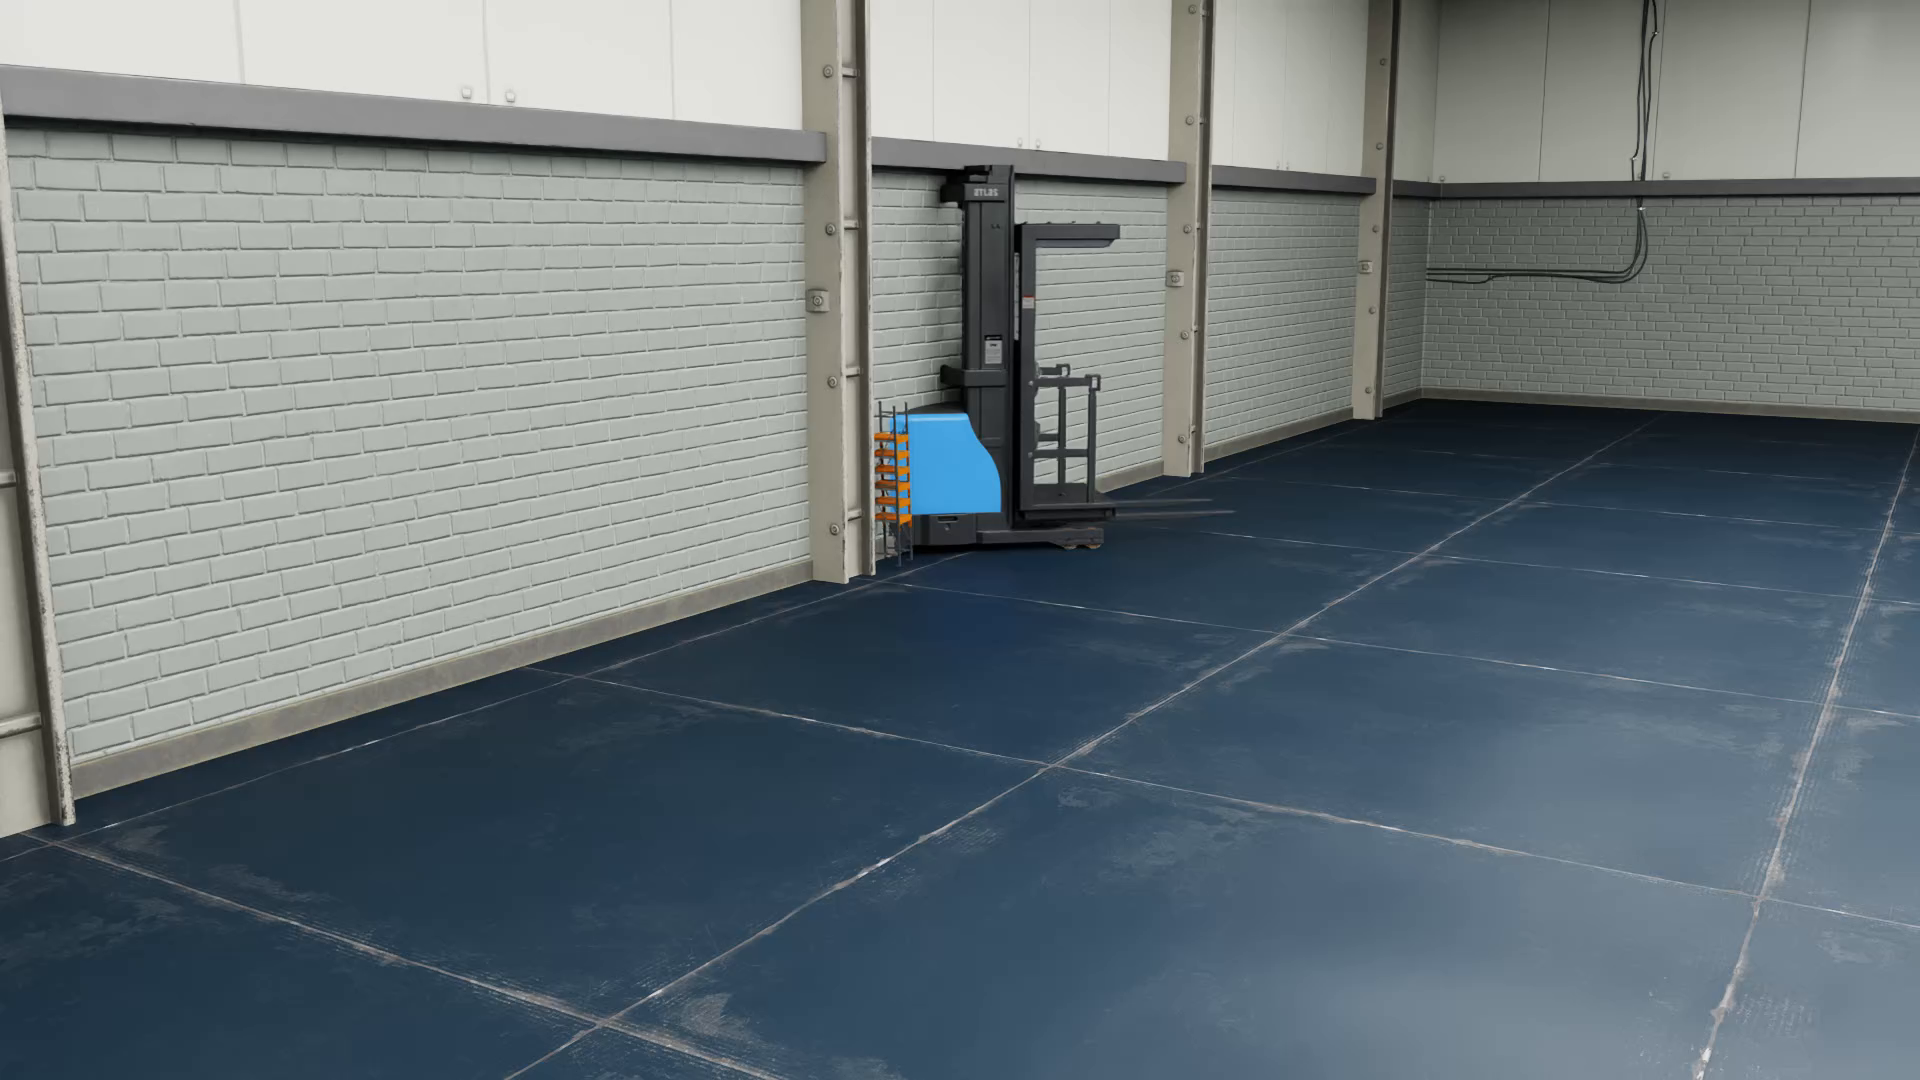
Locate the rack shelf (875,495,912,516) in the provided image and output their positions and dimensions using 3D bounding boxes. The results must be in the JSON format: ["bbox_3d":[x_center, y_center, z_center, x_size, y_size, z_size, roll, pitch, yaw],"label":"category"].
[{"bbox_3d":[-0.516,-0.257,12.349,0.258,0.103,0.180,5,15,26],"label":"rack shelf"}]

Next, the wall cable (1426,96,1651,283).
[{"bbox_3d":[8.047,-4.858,23.303,3.097,2.526,0.112,6,12,31],"label":"wall cable"}]

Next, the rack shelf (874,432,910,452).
[{"bbox_3d":[-0.527,-0.724,12.237,0.258,0.103,0.180,5,15,26],"label":"rack shelf"}]

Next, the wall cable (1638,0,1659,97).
[{"bbox_3d":[10.359,-7.082,21.458,3.097,2.526,0.112,6,12,31],"label":"wall cable"}]

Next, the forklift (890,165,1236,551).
[{"bbox_3d":[0.675,-1.459,13.198,3.031,2.935,1.130,-2,11,-10],"label":"forklift"}]

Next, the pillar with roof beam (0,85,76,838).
[{"bbox_3d":[-0.279,-2.805,3.899,9.100,9.000,0.400,6,12,31],"label":"pillar with roof beam"}]

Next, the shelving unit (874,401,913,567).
[{"bbox_3d":[-0.520,-0.417,12.311,0.258,1.200,0.189,5,15,26],"label":"shelving unit"}]

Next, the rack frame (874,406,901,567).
[{"bbox_3d":[-0.561,-0.397,12.231,0.240,1.200,0.006,5,15,26],"label":"rack frame"}]

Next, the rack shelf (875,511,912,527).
[{"bbox_3d":[-0.513,-0.140,12.377,0.258,0.103,0.180,5,15,26],"label":"rack shelf"}]

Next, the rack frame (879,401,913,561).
[{"bbox_3d":[-0.479,-0.437,12.390,0.240,1.200,0.006,5,15,26],"label":"rack frame"}]

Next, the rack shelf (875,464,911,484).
[{"bbox_3d":[-0.522,-0.490,12.293,0.258,0.103,0.180,5,15,26],"label":"rack shelf"}]

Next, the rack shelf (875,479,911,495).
[{"bbox_3d":[-0.519,-0.374,12.321,0.258,0.103,0.180,5,15,26],"label":"rack shelf"}]

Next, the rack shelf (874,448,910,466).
[{"bbox_3d":[-0.524,-0.607,12.265,0.258,0.103,0.180,5,15,26],"label":"rack shelf"}]

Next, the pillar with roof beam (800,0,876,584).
[{"bbox_3d":[2.836,-3.749,8.940,9.100,9.000,0.400,6,12,31],"label":"pillar with roof beam"}]

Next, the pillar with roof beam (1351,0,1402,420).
[{"bbox_3d":[9.066,-5.636,19.021,9.100,9.000,0.400,6,12,31],"label":"pillar with roof beam"}]

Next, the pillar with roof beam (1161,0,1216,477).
[{"bbox_3d":[5.951,-4.693,13.980,9.100,9.000,0.400,6,12,31],"label":"pillar with roof beam"}]
